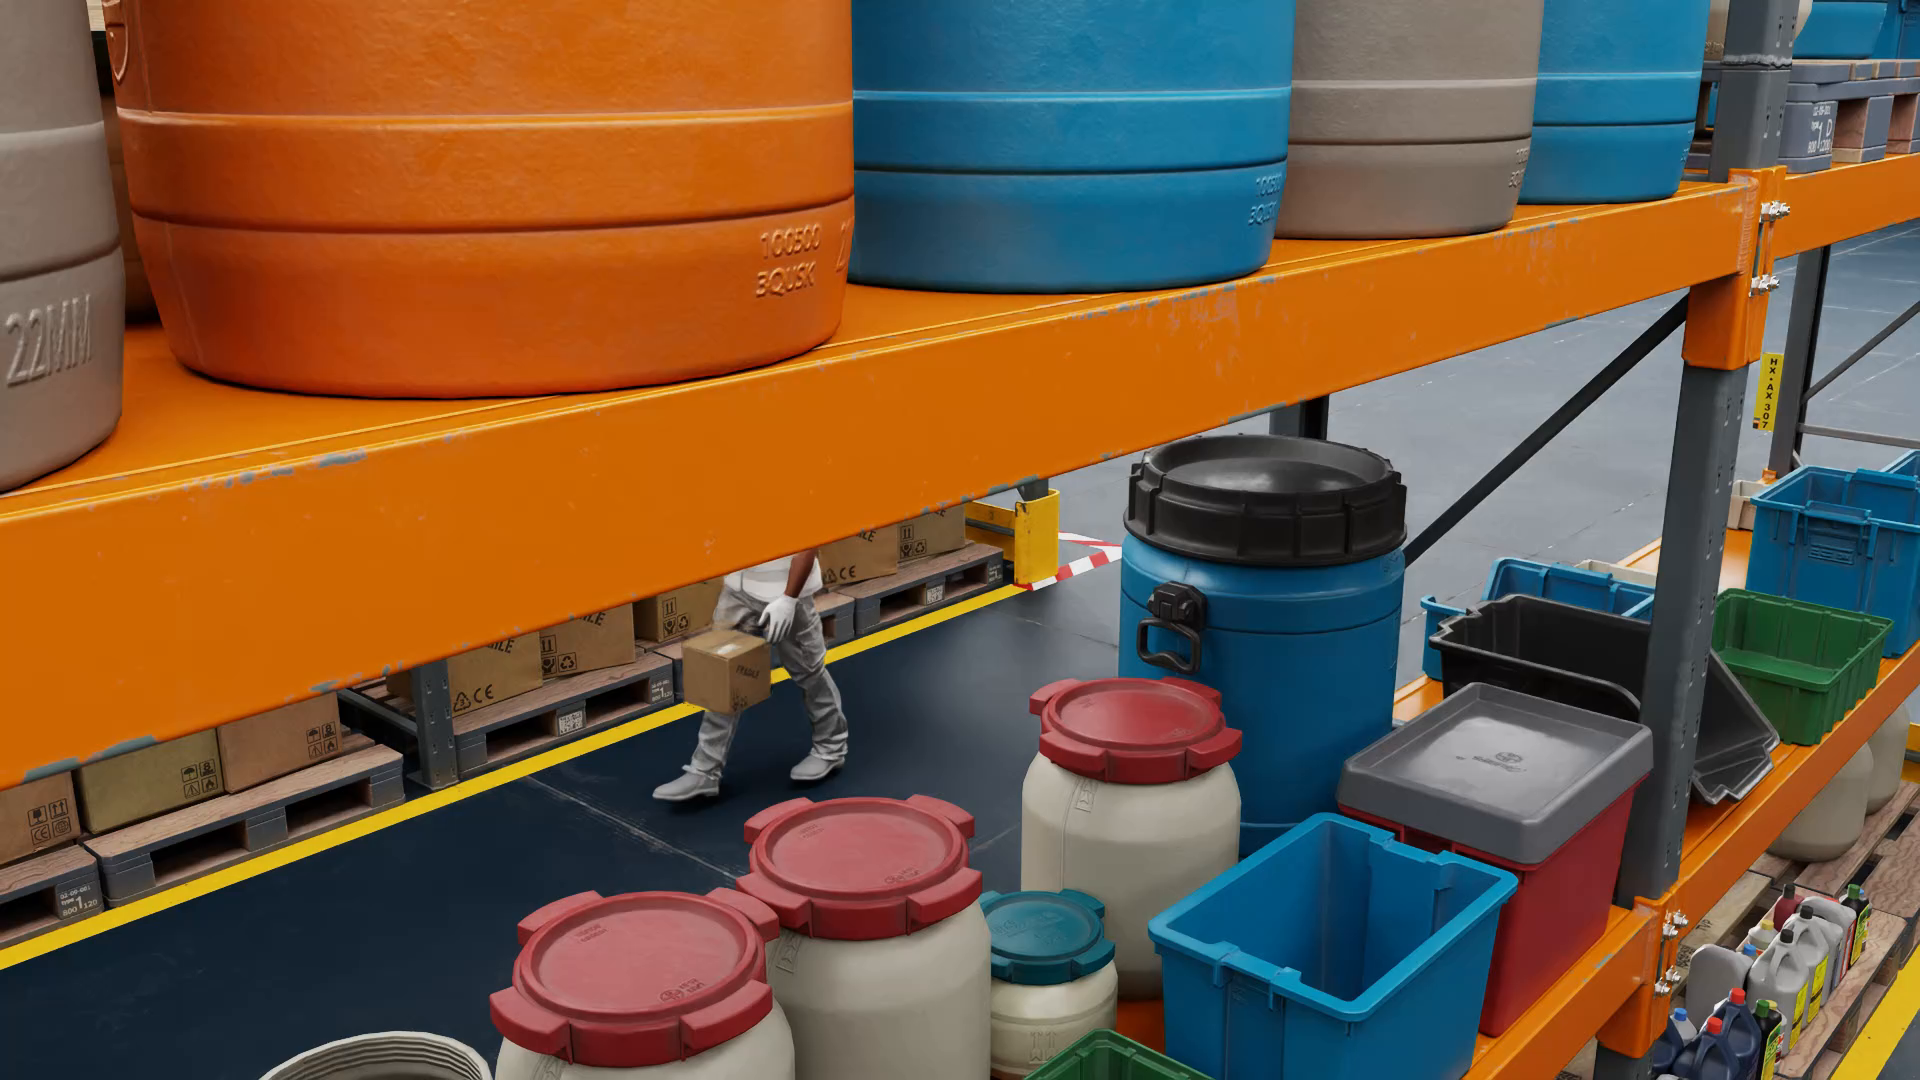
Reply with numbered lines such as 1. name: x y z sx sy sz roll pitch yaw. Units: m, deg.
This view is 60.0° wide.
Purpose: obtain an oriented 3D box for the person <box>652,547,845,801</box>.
1. person: -0.834 0.222 6.744 0.553 1.750 0.882 14 22 39
